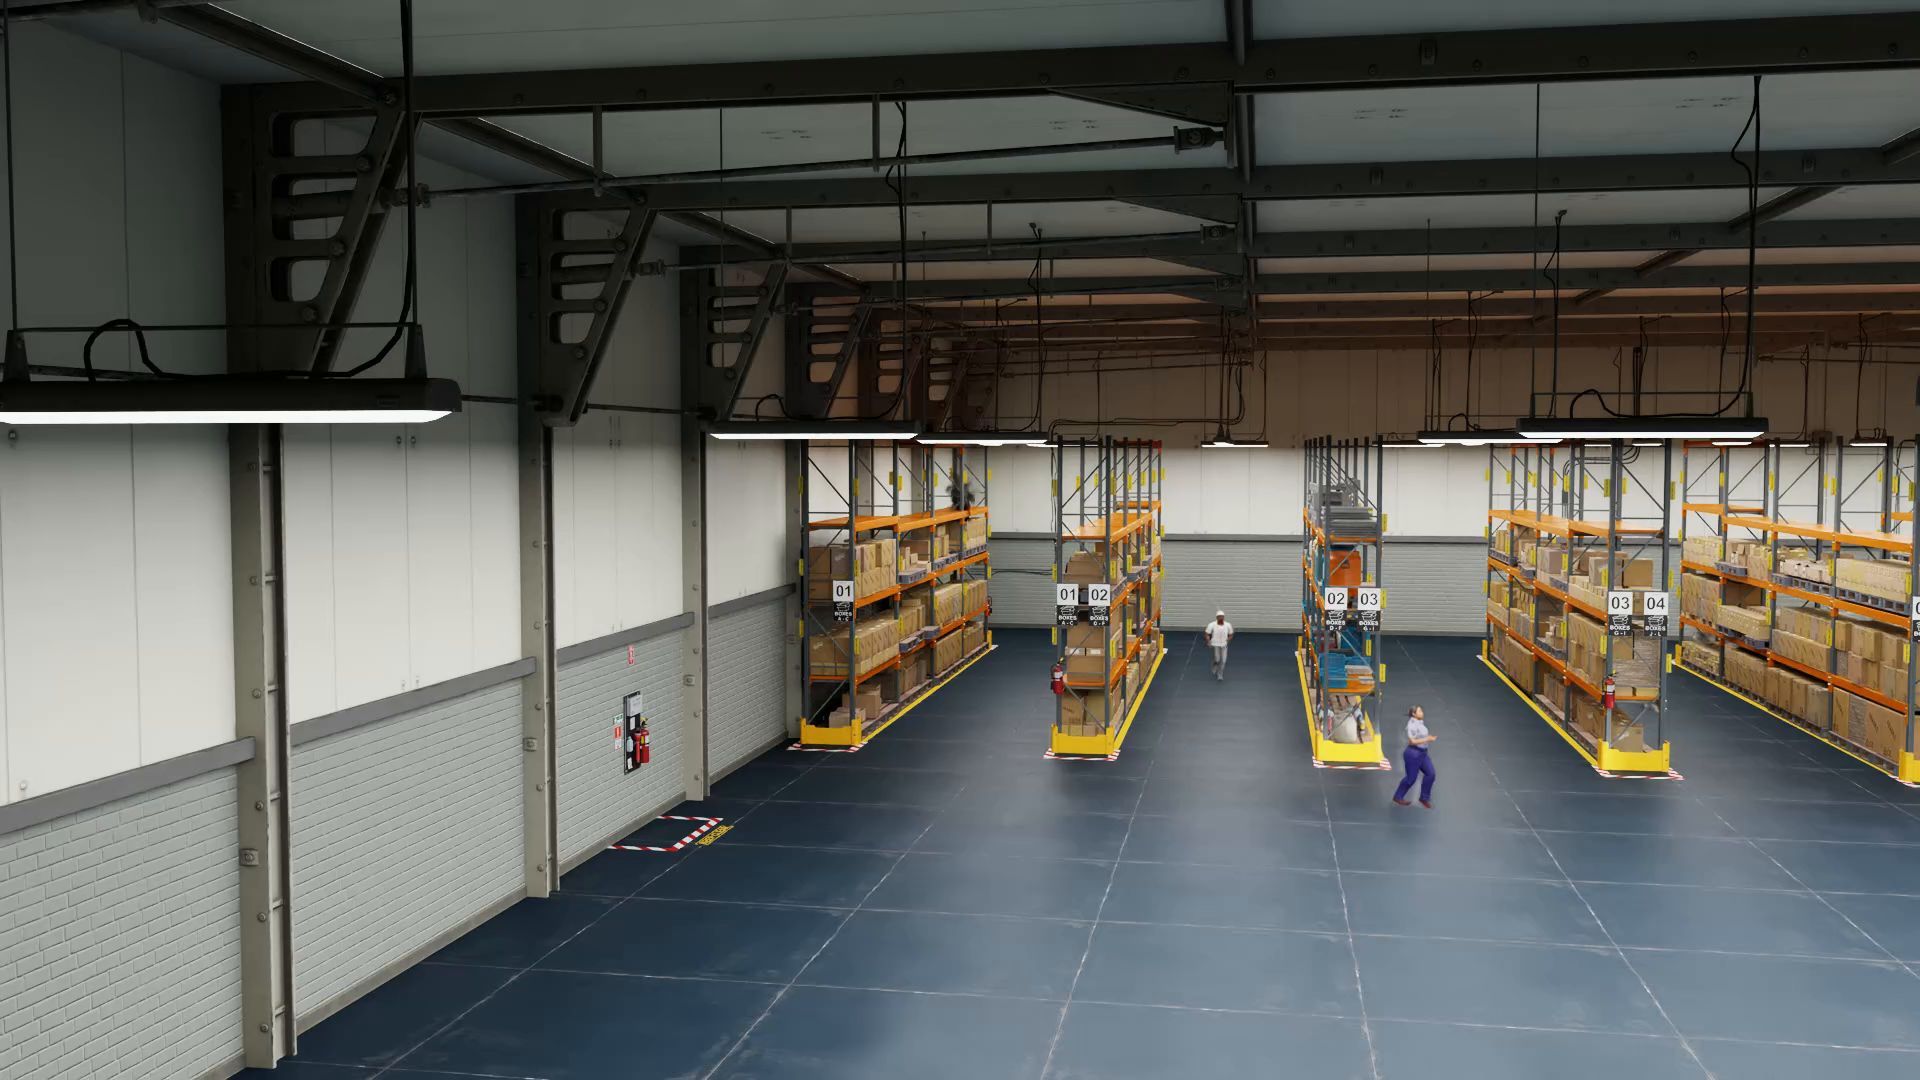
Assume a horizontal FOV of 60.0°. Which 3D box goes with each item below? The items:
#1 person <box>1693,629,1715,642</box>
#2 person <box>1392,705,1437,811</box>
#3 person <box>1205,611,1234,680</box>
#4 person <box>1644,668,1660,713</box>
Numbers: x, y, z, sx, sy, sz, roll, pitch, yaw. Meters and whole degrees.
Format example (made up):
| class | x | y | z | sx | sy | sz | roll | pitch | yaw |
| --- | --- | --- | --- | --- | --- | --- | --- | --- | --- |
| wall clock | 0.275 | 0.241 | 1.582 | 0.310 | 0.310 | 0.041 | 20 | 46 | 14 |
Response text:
| class | x | y | z | sx | sy | sz | roll | pitch | yaw |
| --- | --- | --- | --- | --- | --- | --- | --- | --- | --- |
| person | 20.483 | 2.453 | 45.501 | 0.923 | 1.722 | 0.573 | 0 | 3 | 4 |
| person | 7.261 | 3.475 | 26.475 | 0.708 | 1.698 | 0.585 | 2 | 4 | 35 |
| person | 6.478 | 2.627 | 41.417 | 0.703 | 1.717 | 0.584 | 0 | 3 | -1 |
| person | 15.193 | 2.928 | 36.502 | 0.587 | 1.733 | 0.704 | 0 | 3 | 9 |
